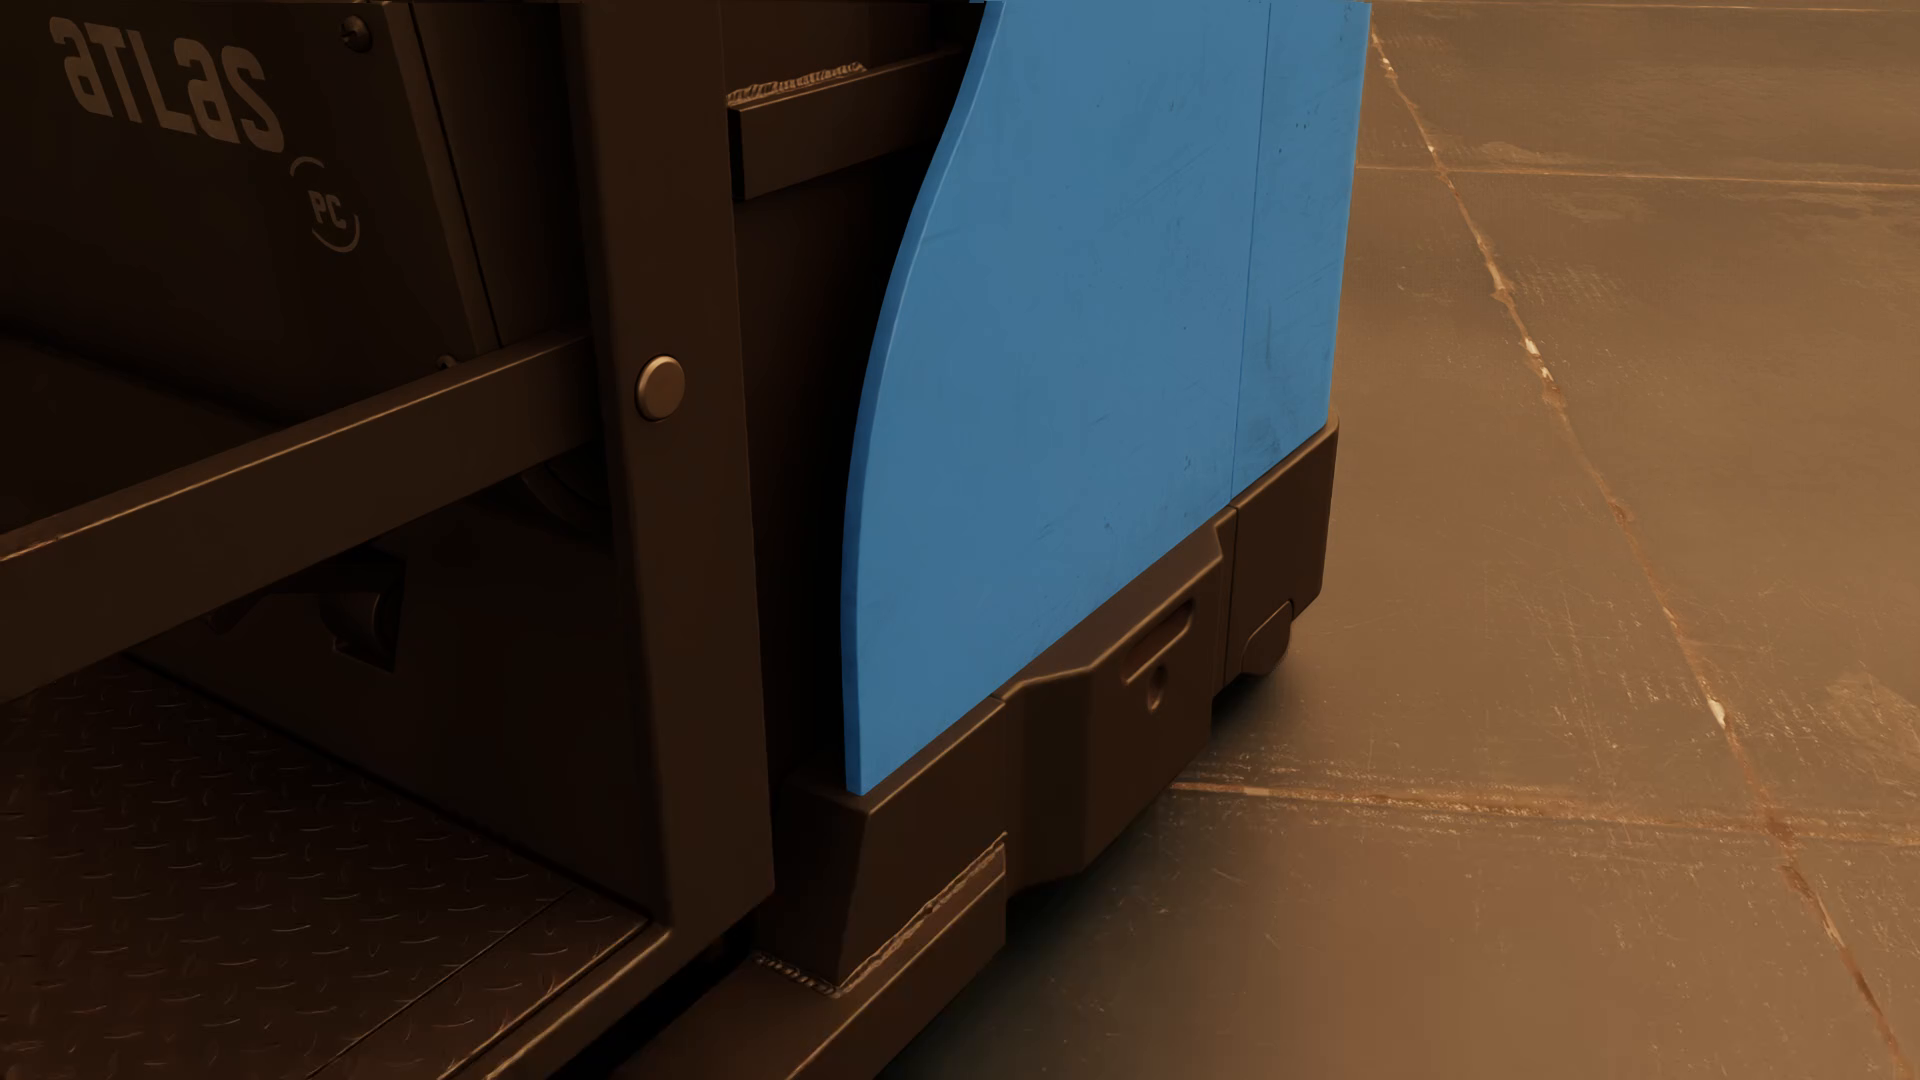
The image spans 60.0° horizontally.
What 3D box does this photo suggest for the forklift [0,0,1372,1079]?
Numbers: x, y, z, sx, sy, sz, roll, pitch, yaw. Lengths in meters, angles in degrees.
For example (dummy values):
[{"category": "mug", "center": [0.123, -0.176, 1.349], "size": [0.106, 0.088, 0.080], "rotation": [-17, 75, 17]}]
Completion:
[{"category": "forklift", "center": [-0.759, -0.780, 0.780], "size": [1.130, 2.935, 3.031], "rotation": [17, 31, 30]}]
